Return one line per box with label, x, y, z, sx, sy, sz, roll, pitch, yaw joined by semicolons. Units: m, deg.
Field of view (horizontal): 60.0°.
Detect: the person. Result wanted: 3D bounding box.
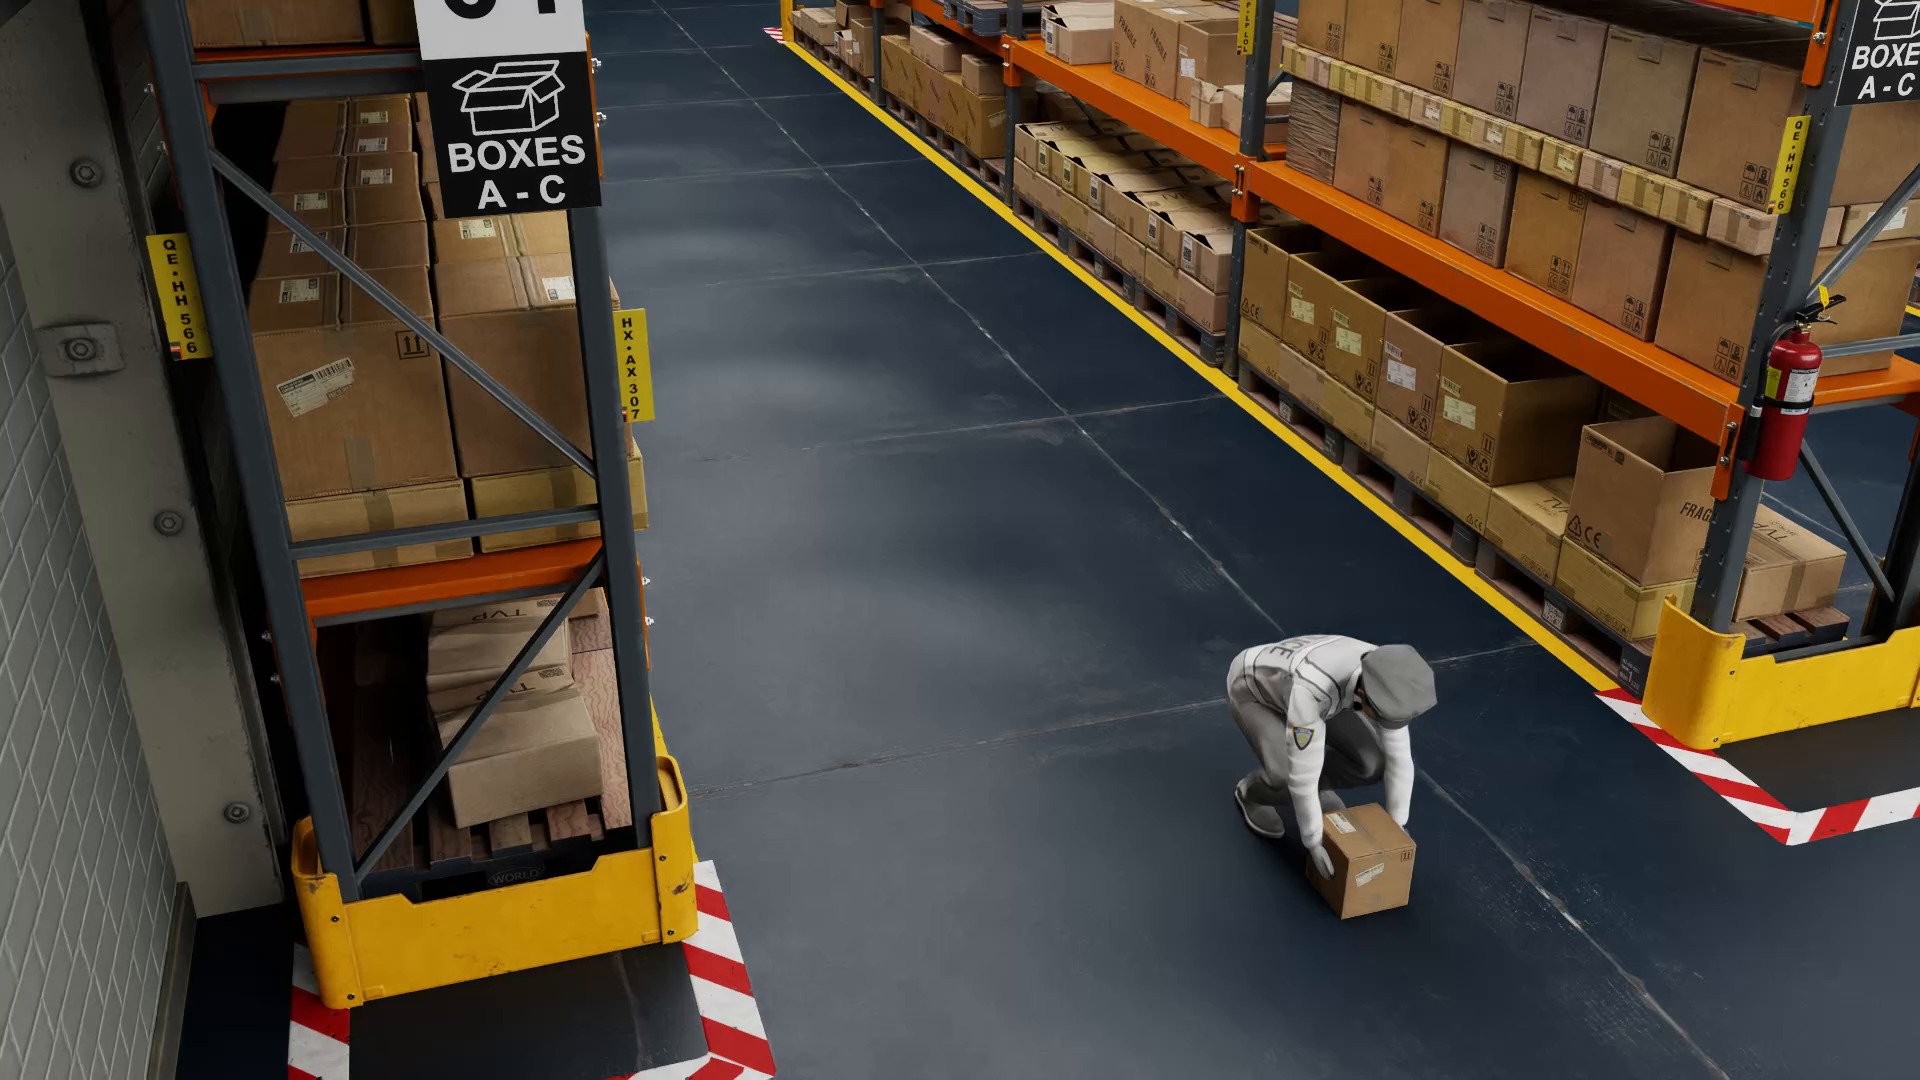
person;1.251;0.642;5.694;0.486;0.898;0.856;-8;28;-16
